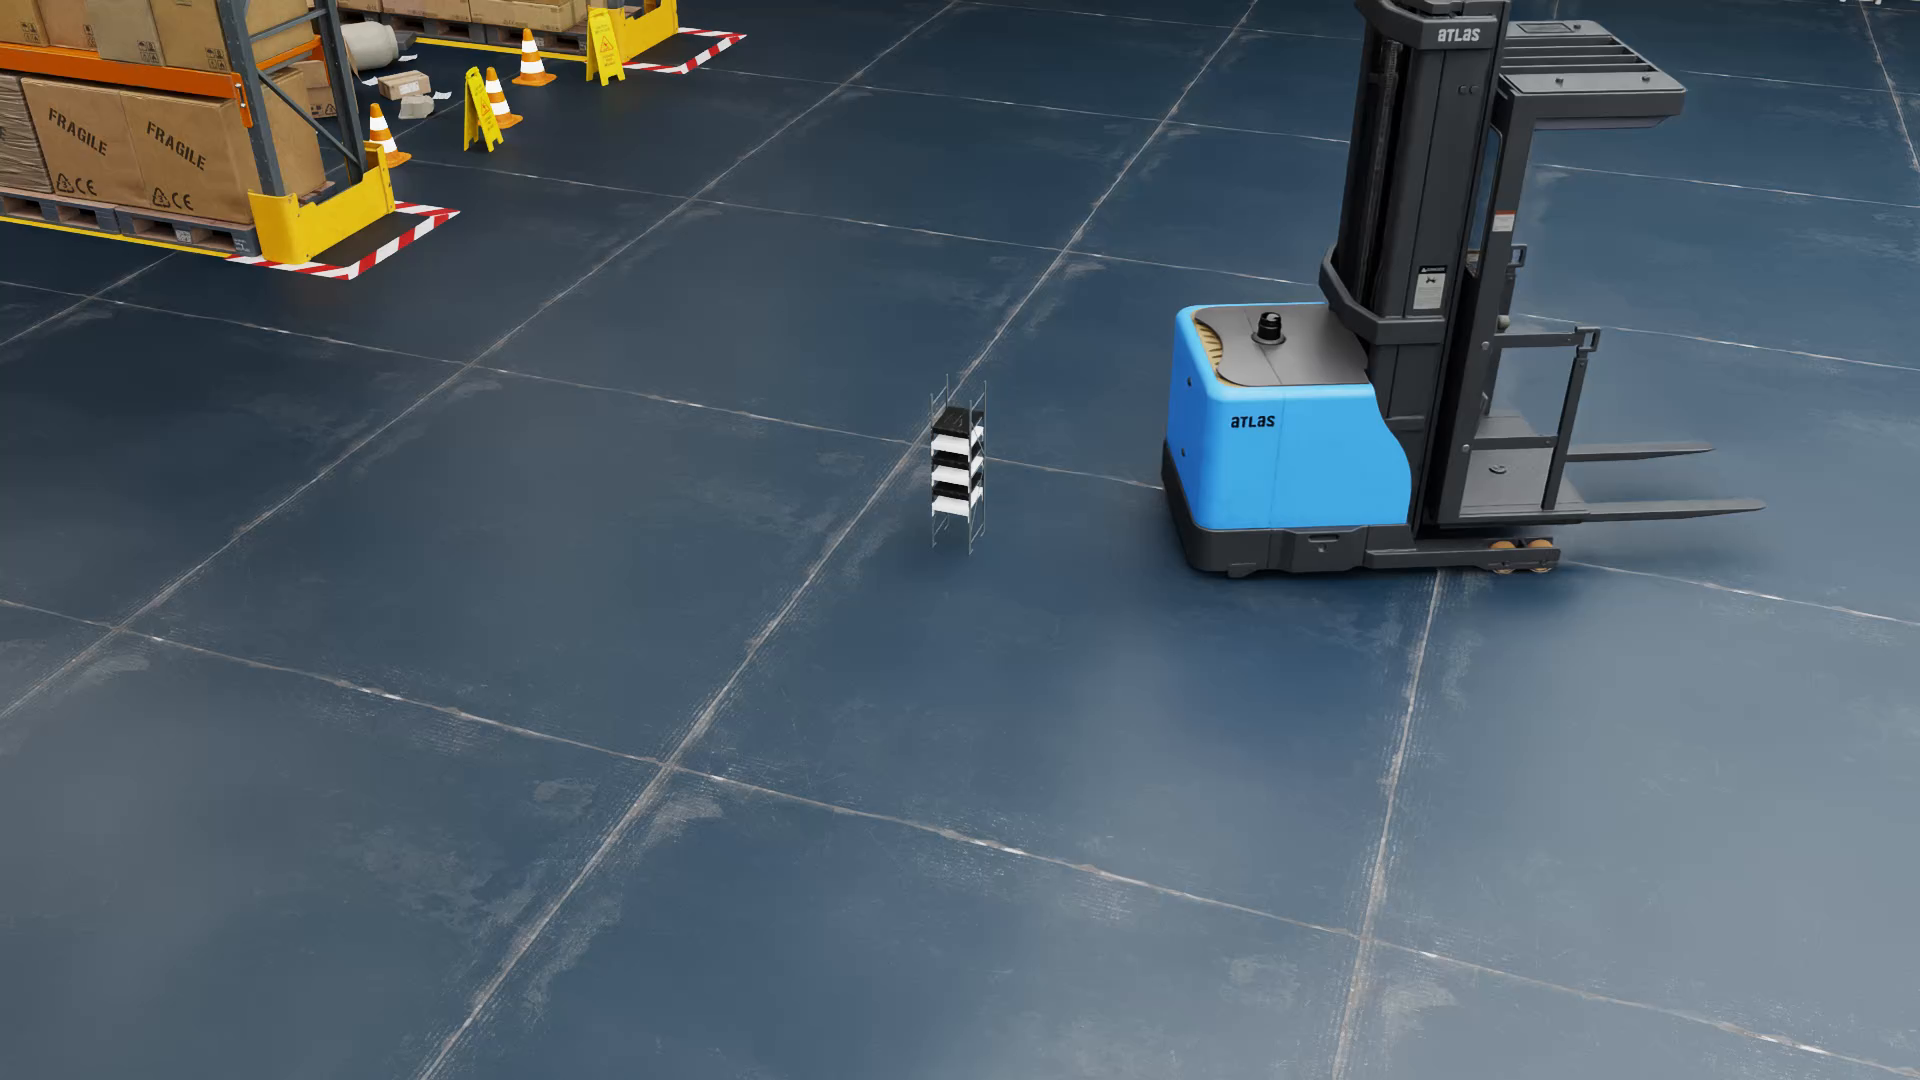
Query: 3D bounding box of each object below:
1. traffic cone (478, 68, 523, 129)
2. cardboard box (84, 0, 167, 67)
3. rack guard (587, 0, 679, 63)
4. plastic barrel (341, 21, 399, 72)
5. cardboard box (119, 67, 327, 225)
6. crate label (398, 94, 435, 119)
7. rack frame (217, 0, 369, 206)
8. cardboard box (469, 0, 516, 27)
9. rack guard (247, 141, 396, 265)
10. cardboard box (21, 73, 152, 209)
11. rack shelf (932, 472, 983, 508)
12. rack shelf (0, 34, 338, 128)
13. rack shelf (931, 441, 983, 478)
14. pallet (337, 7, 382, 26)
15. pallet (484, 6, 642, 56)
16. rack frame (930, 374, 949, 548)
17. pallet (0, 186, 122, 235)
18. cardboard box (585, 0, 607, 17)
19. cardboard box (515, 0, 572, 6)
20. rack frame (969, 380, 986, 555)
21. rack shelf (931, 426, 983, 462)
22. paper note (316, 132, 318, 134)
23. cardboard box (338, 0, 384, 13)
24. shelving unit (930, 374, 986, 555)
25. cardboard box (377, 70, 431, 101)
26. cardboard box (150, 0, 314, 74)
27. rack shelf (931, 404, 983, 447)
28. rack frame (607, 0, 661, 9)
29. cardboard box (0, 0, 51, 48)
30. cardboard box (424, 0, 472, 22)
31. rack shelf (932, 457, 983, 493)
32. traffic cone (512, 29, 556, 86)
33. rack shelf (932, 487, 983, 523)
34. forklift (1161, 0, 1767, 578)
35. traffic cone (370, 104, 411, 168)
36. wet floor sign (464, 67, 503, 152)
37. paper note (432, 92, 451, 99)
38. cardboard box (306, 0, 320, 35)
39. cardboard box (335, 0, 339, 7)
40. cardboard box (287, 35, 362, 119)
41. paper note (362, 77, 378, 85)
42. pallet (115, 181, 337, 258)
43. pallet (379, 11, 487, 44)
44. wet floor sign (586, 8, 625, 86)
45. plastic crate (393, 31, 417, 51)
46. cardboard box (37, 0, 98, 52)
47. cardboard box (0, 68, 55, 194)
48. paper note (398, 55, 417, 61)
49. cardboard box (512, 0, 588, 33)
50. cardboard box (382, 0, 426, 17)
[{"bbox_3d":[-3.973,-3.801,14.211,0.334,0.463,0.336,11,34,16],"label":"traffic cone"},{"bbox_3d":[-5.544,-3.727,11.619,0.550,0.550,0.875,11,34,16],"label":"cardboard box"},{"bbox_3d":[-3.151,-5.040,16.095,0.348,0.500,1.175,11,34,16],"label":"rack guard"},{"bbox_3d":[-5.534,-4.598,15.482,0.512,0.421,0.421,-18,37,-25],"label":"plastic barrel"},{"bbox_3d":[-5.315,-2.904,12.054,0.875,0.875,0.875,11,35,17],"label":"cardboard box"},{"bbox_3d":[-4.734,-3.776,14.473,0.298,0.136,0.250,-6,33,-9],"label":"crate label"},{"bbox_3d":[-4.654,-3.530,11.452,0.127,3.000,1.000,11,34,16],"label":"rack frame"},{"bbox_3d":[-4.416,-5.207,16.196,0.500,0.250,0.500,11,34,17],"label":"cardboard box"},{"bbox_3d":[-4.631,-2.475,12.123,0.348,0.500,1.175,11,34,16],"label":"rack guard"},{"bbox_3d":[-6.144,-3.064,12.302,0.875,0.875,0.875,10,34,16],"label":"cardboard box"},{"bbox_3d":[-0.008,-0.276,8.575,0.200,0.077,0.258,11,34,16],"label":"rack shelf"},{"bbox_3d":[-6.537,-3.594,12.214,4.000,0.370,1.077,11,34,16],"label":"rack shelf"},{"bbox_3d":[-0.008,-0.427,8.477,0.200,0.077,0.258,11,34,16],"label":"rack shelf"},{"bbox_3d":[-6.200,-5.532,17.123,1.213,0.211,1.003,11,34,16],"label":"pallet"},{"bbox_3d":[-3.903,-5.085,16.431,1.213,0.211,1.003,11,34,16],"label":"pallet"},{"bbox_3d":[-0.103,-0.398,8.537,0.006,0.900,0.240,11,34,16],"label":"rack frame"},{"bbox_3d":[-6.578,-2.689,12.720,1.213,0.211,1.003,11,34,16],"label":"pallet"},{"bbox_3d":[-3.745,-5.386,16.474,0.500,0.250,0.500,11,34,16],"label":"cardboard box"},{"bbox_3d":[-3.921,-5.426,15.844,0.500,0.500,0.500,11,35,17],"label":"cardboard box"},{"bbox_3d":[0.088,-0.361,8.479,0.006,0.900,0.240,11,34,16],"label":"rack frame"},{"bbox_3d":[-0.008,-0.503,8.429,0.200,0.077,0.258,11,34,16],"label":"rack shelf"},{"bbox_3d":[-5.518,-3.428,14.033,0.142,0.017,0.144,24,40,32],"label":"paper note"},{"bbox_3d":[-5.874,-5.491,16.638,0.500,0.250,0.500,13,35,19],"label":"cardboard box"},{"bbox_3d":[-0.008,-0.380,8.508,0.210,0.900,0.258,11,34,16],"label":"shelving unit"},{"bbox_3d":[-4.994,-4.086,14.942,0.380,0.149,0.250,-25,40,-33],"label":"cardboard box"},{"bbox_3d":[-5.018,-3.638,11.480,0.550,0.550,0.875,11,34,16],"label":"cardboard box"},{"bbox_3d":[-0.008,-0.578,8.380,0.200,0.077,0.258,11,34,16],"label":"rack shelf"},{"bbox_3d":[-3.079,-6.076,15.395,0.127,3.000,1.000,11,34,16],"label":"rack frame"},{"bbox_3d":[-6.541,-3.970,11.995,0.500,0.550,0.875,11,34,16],"label":"cardboard box"},{"bbox_3d":[-4.910,-5.299,16.340,0.500,0.250,0.500,10,34,15],"label":"cardboard box"},{"bbox_3d":[-0.008,-0.352,8.526,0.200,0.077,0.258,11,34,16],"label":"rack shelf"},{"bbox_3d":[-3.919,-4.430,15.185,0.334,0.463,0.336,11,34,16],"label":"traffic cone"},{"bbox_3d":[-0.008,-0.200,8.624,0.200,0.077,0.258,11,34,16],"label":"rack shelf"},{"bbox_3d":[2.647,-1.344,8.130,3.031,2.935,1.130,-2,33,-3],"label":"forklift"},{"bbox_3d":[-4.675,-3.286,13.413,0.334,0.463,0.336,11,34,16],"label":"traffic cone"},{"bbox_3d":[-3.959,-3.546,13.648,0.232,0.644,0.267,5,33,8],"label":"wet floor sign"},{"bbox_3d":[-4.640,-3.985,14.894,0.142,0.019,0.148,0,33,0],"label":"paper note"},{"bbox_3d":[-6.295,-4.868,15.826,0.500,0.500,0.500,-18,37,-25],"label":"cardboard box"},{"bbox_3d":[-6.380,-5.583,16.780,0.500,0.250,0.500,9,34,14],"label":"cardboard box"},{"bbox_3d":[-5.587,-4.056,14.568,0.637,0.503,0.797,-11,35,-17],"label":"cardboard box"},{"bbox_3d":[-5.389,-4.212,15.257,0.142,0.019,0.148,24,40,32],"label":"paper note"},{"bbox_3d":[-5.433,-2.465,12.373,1.213,0.211,1.003,11,34,16],"label":"pallet"},{"bbox_3d":[-5.048,-5.309,16.778,1.213,0.211,1.003,11,34,16],"label":"pallet"},{"bbox_3d":[-3.261,-4.506,15.134,0.232,0.644,0.267,24,40,32],"label":"wet floor sign"},{"bbox_3d":[-5.643,-4.875,16.227,0.583,0.080,0.402,0,33,0],"label":"plastic crate"},{"bbox_3d":[-6.028,-3.894,11.877,0.550,0.550,0.875,11,34,16],"label":"cardboard box"},{"bbox_3d":[-7.001,-3.232,12.562,0.875,0.875,0.875,11,35,17],"label":"cardboard box"},{"bbox_3d":[-5.260,-4.599,15.845,0.148,0.019,0.142,0,33,0],"label":"paper note"},{"bbox_3d":[-3.953,-5.112,16.050,0.500,0.250,0.500,11,34,16],"label":"cardboard box"},{"bbox_3d":[-5.374,-5.396,16.489,0.500,0.250,0.500,11,34,16],"label":"cardboard box"}]
